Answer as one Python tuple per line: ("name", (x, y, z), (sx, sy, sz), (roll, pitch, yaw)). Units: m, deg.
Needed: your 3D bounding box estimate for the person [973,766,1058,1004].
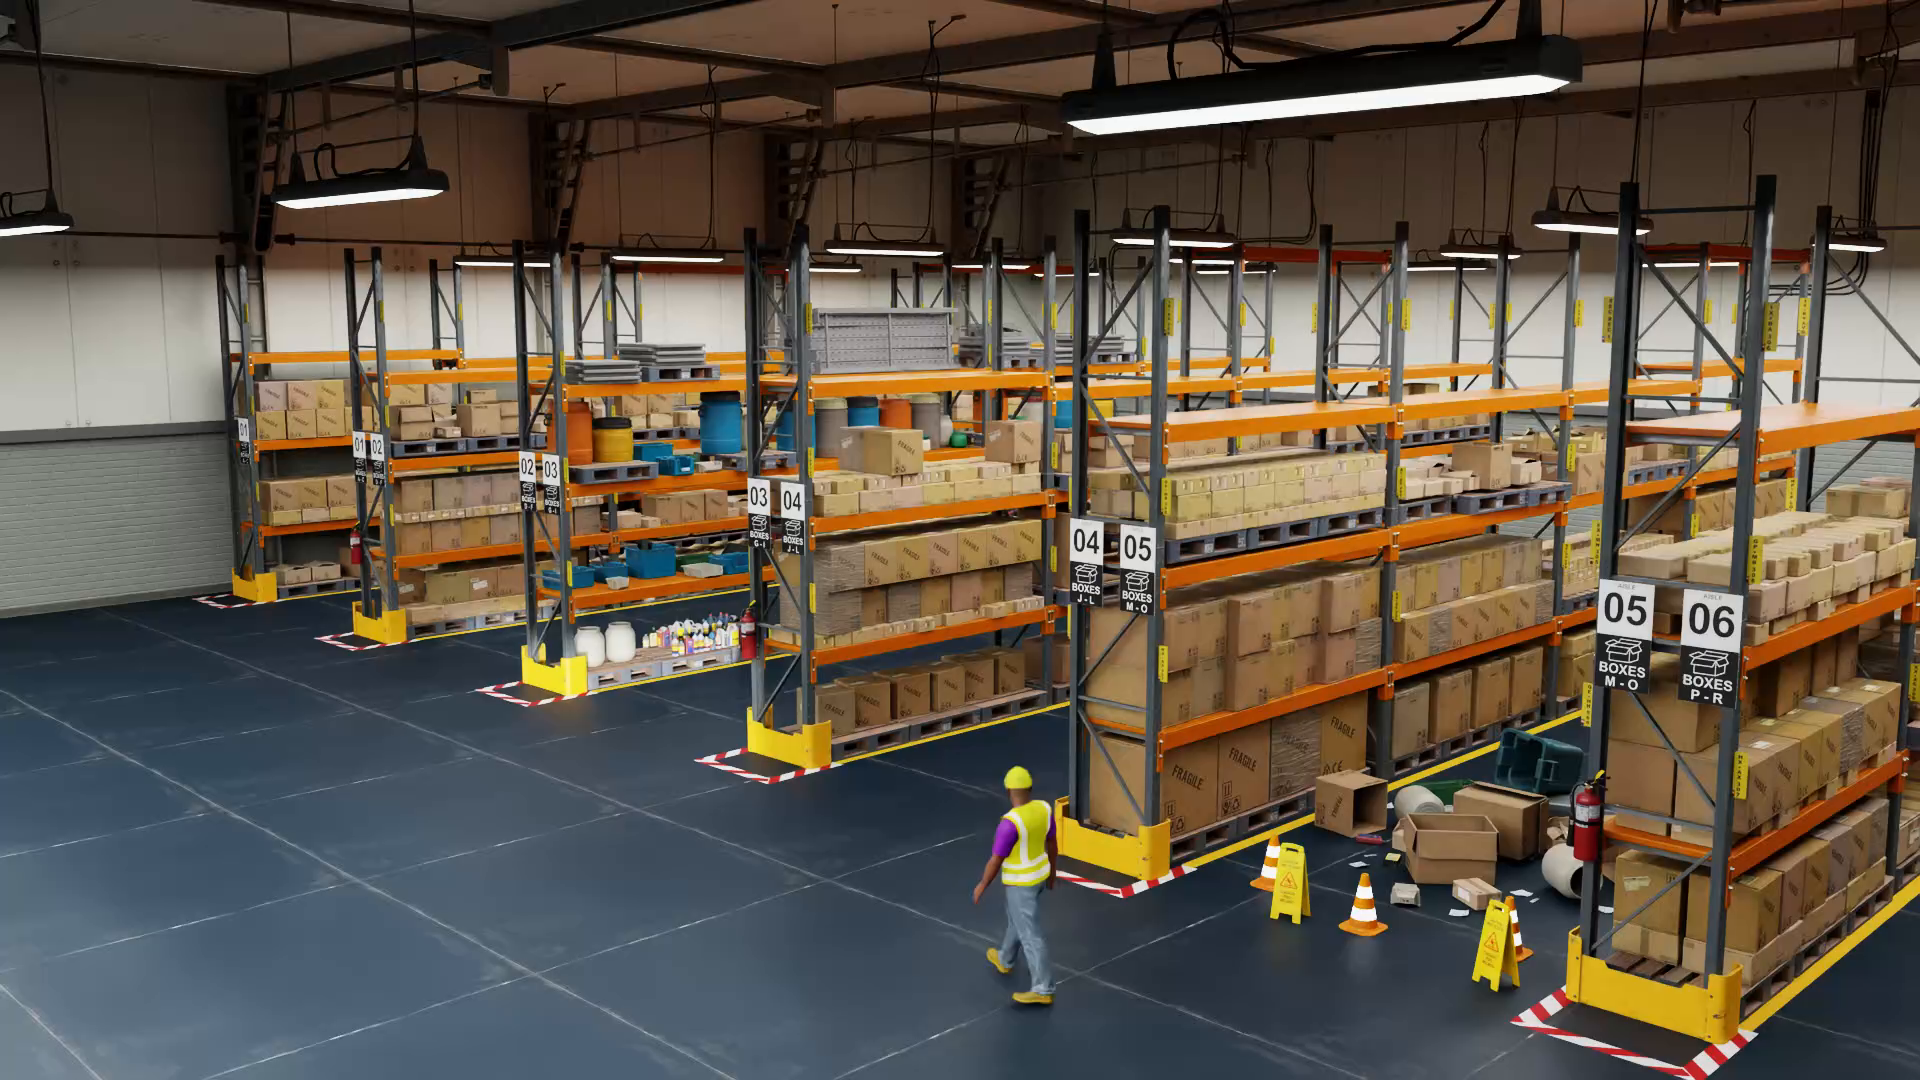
("person", (0.425, 2.536, 12.533), (0.796, 1.740, 0.704), (4, 9, 27))
